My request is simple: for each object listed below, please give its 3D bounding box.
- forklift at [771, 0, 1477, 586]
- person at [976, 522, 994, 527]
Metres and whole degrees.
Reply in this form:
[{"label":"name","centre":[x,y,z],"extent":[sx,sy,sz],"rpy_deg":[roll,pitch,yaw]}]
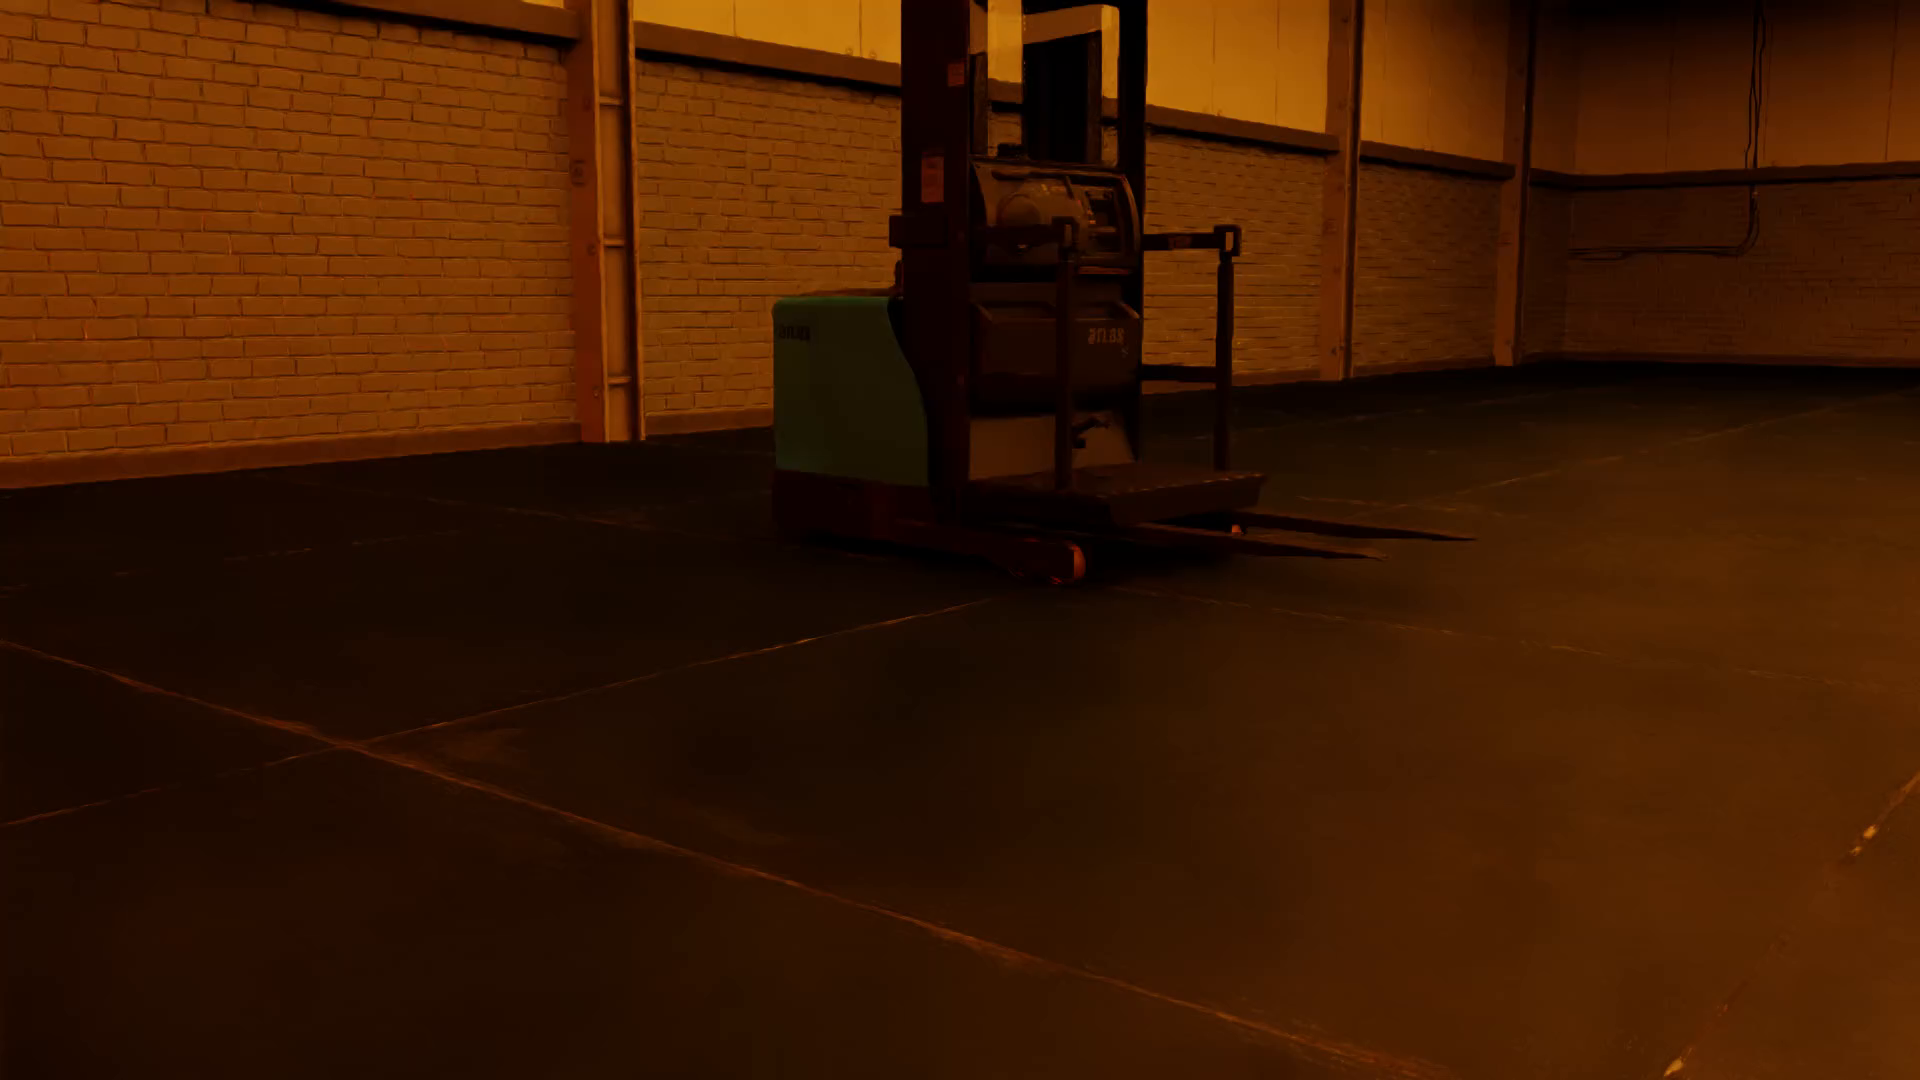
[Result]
[{"label":"forklift","centre":[0.549,-1.363,6.595],"extent":[1.130,2.935,3.031],"rpy_deg":[-8,12,-44]},{"label":"person","centre":[0.348,-0.742,7.700],"extent":[0.574,1.372,0.756],"rpy_deg":[4,9,24]}]
